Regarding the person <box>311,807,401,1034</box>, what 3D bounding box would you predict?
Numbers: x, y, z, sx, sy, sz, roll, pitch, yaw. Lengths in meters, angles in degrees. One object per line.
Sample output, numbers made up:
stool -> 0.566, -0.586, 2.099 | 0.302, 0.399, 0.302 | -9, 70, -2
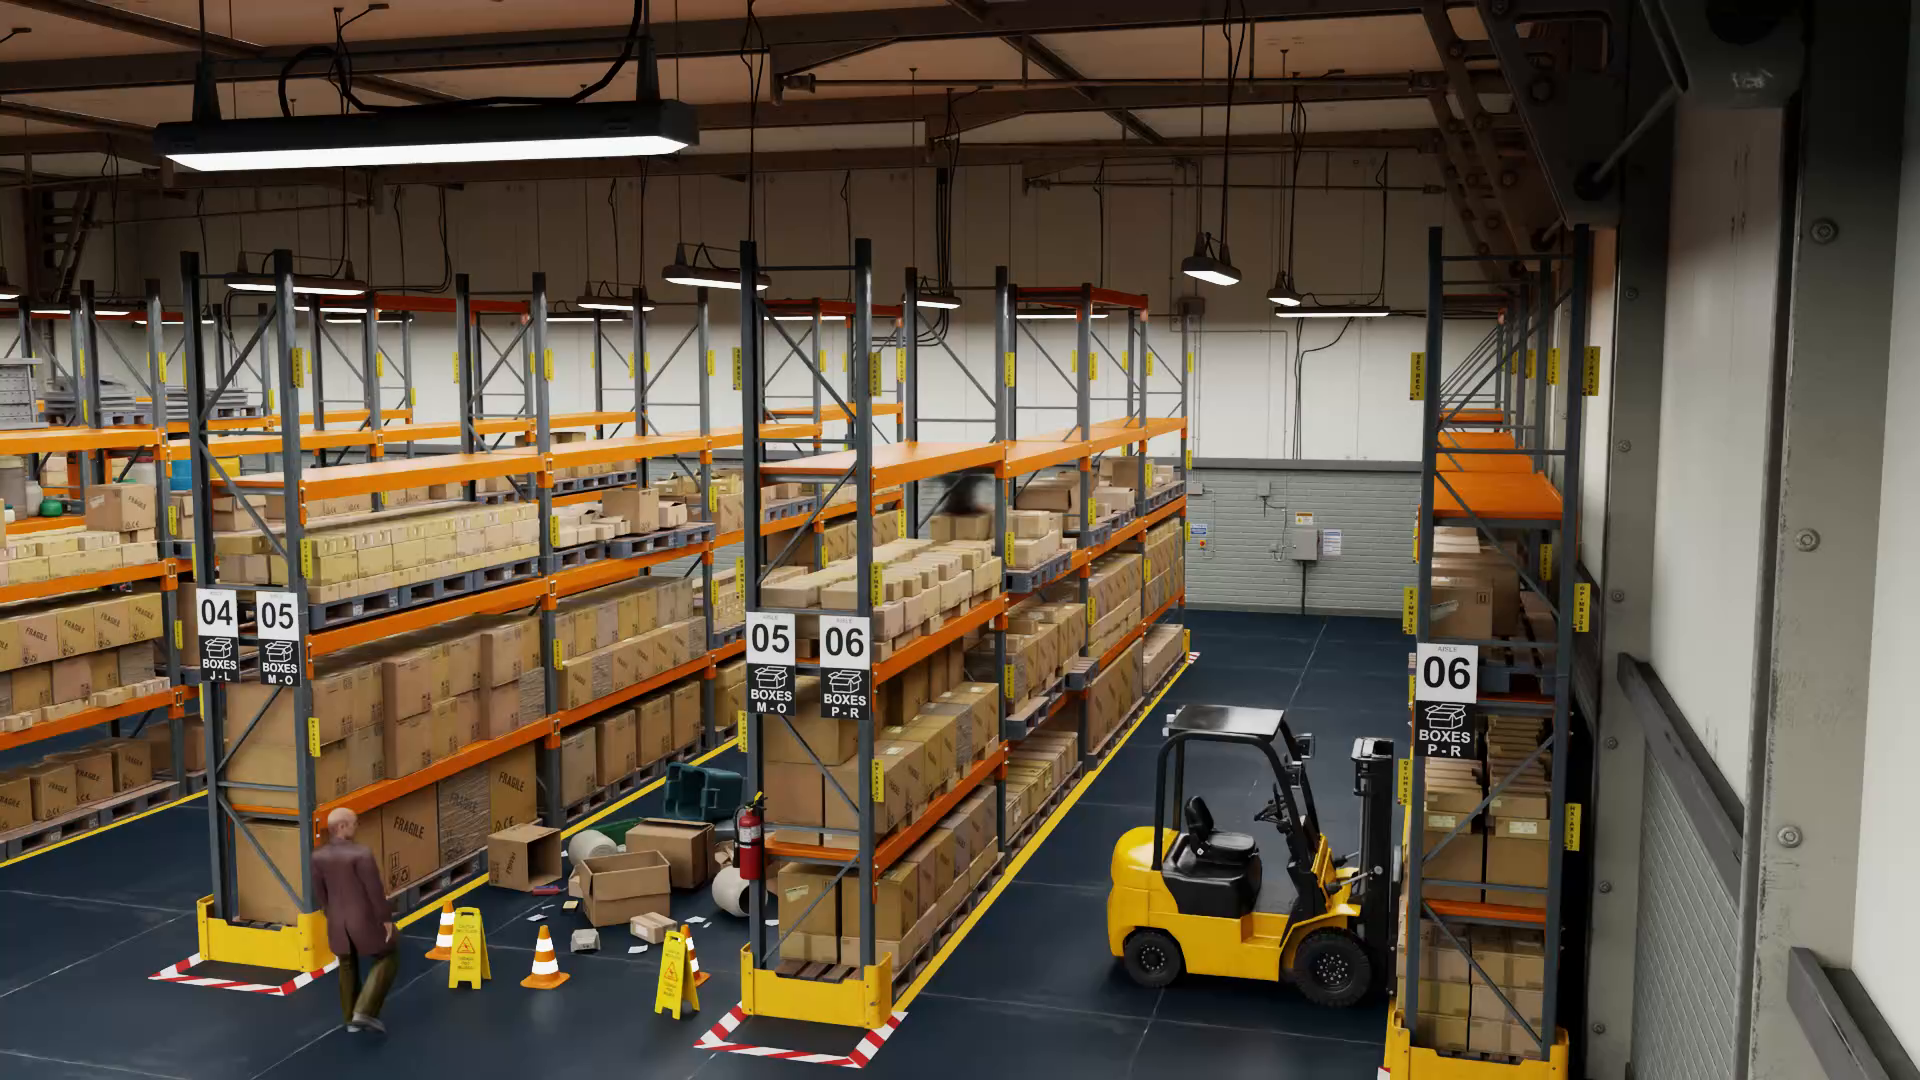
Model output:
person -> -4.562, 2.878, 12.597 | 0.652, 1.773, 0.584 | 1, 7, 10
